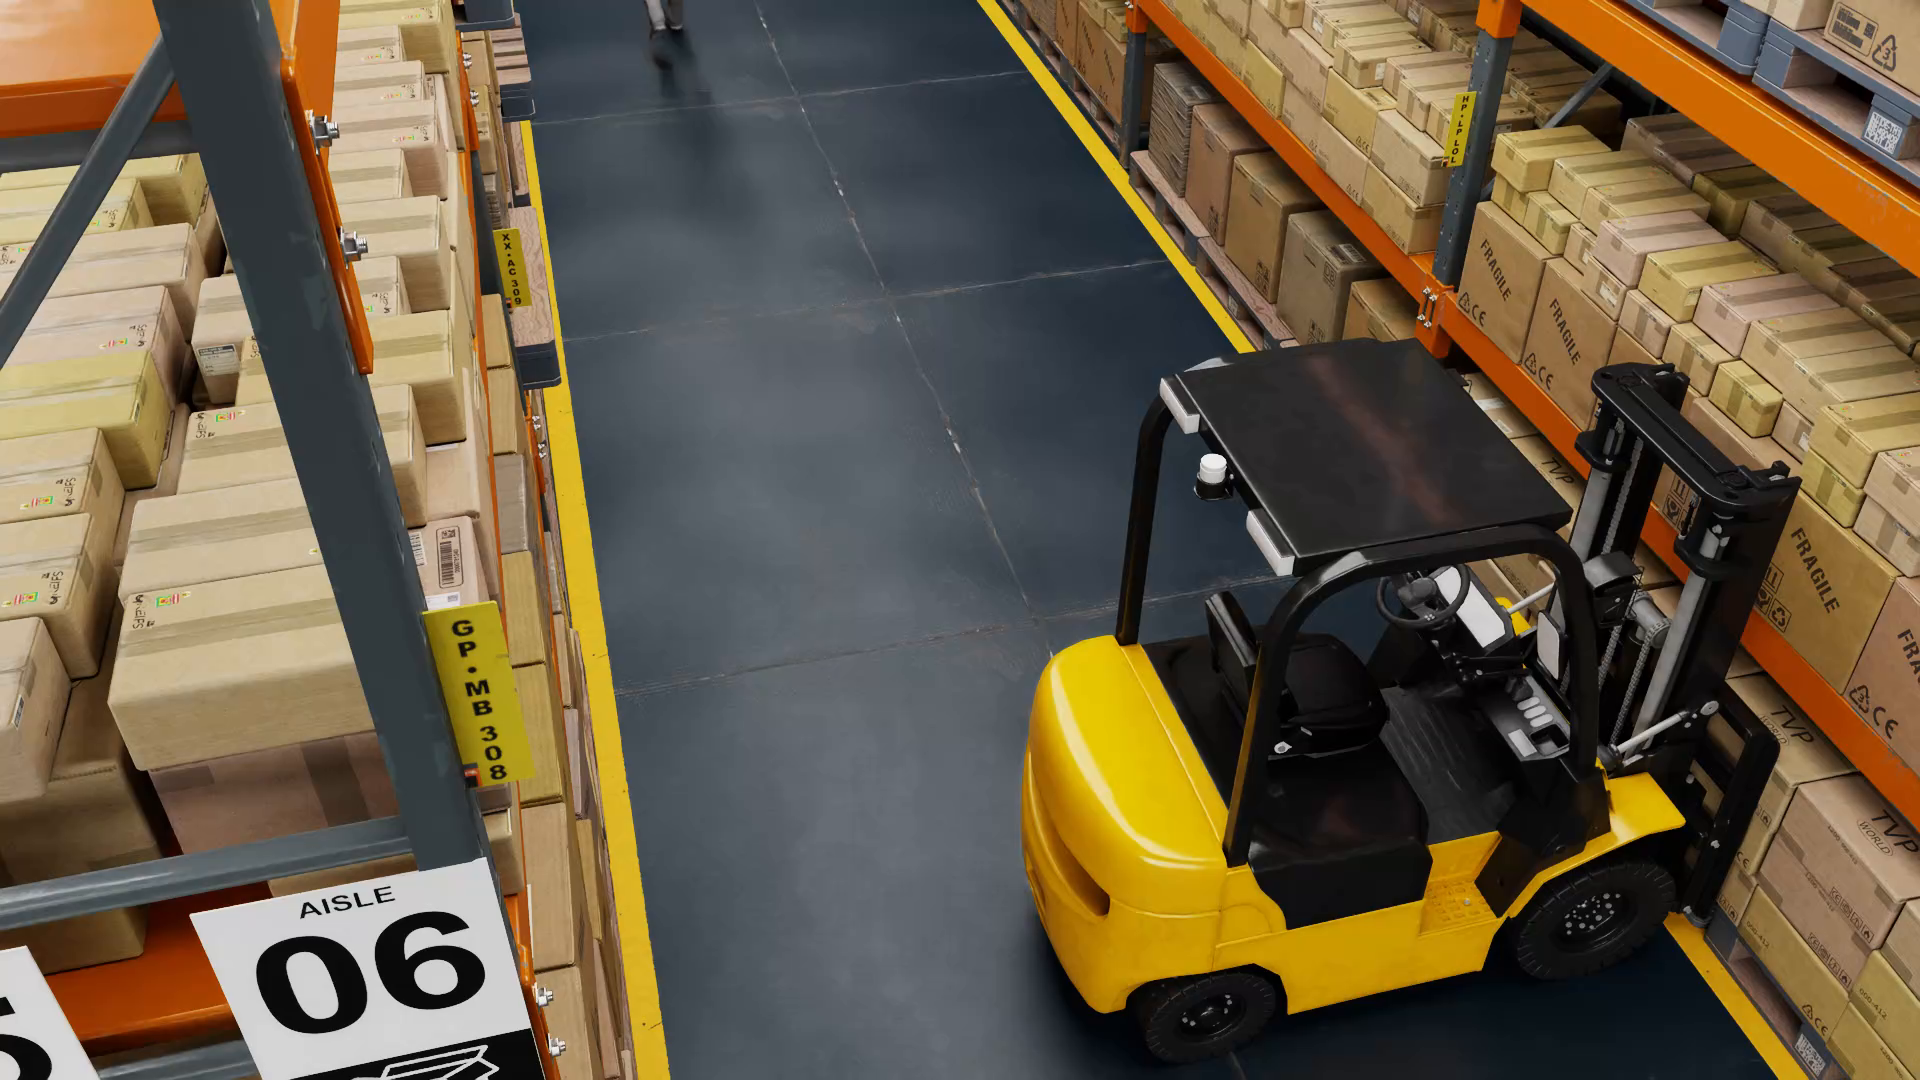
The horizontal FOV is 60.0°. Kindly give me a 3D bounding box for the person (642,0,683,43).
[{"bbox_3d":[-2.272,-4.564,12.429,0.441,1.659,0.813,-10,39,-12],"label":"person"}]
